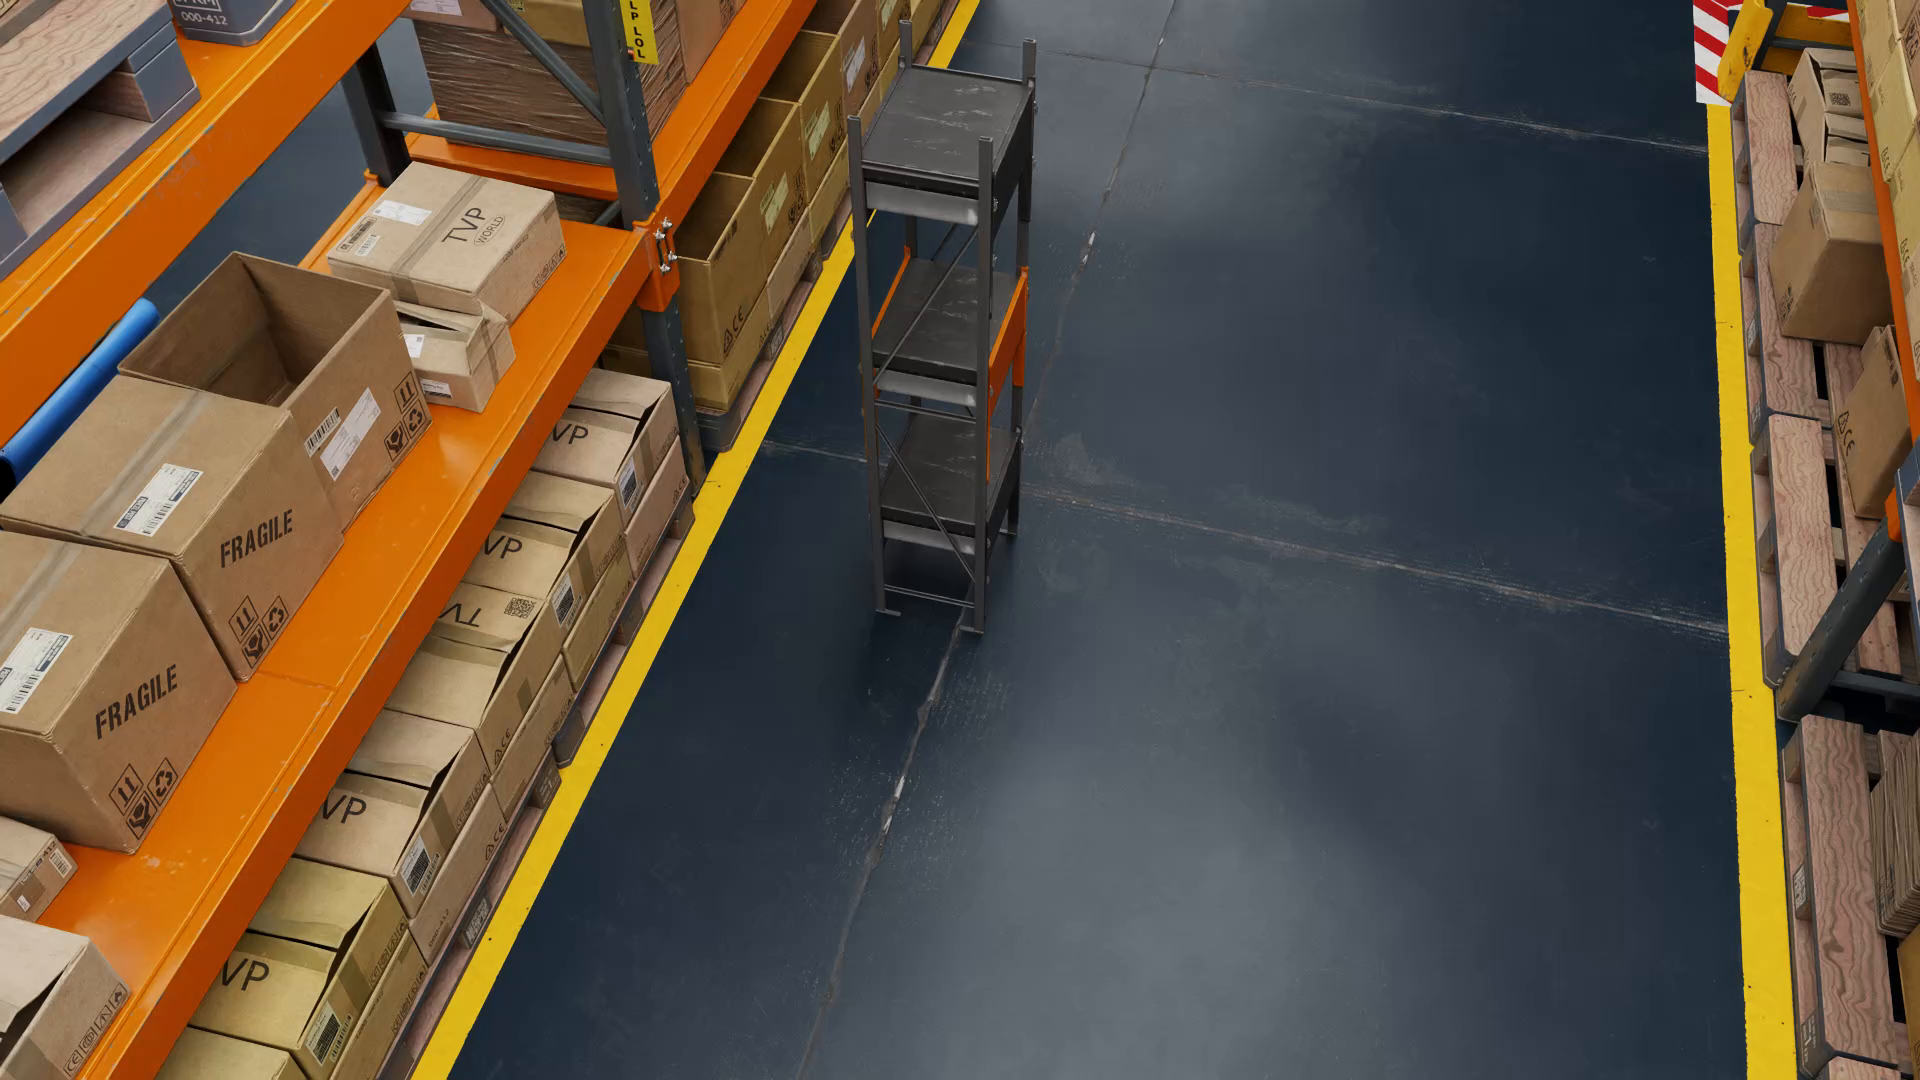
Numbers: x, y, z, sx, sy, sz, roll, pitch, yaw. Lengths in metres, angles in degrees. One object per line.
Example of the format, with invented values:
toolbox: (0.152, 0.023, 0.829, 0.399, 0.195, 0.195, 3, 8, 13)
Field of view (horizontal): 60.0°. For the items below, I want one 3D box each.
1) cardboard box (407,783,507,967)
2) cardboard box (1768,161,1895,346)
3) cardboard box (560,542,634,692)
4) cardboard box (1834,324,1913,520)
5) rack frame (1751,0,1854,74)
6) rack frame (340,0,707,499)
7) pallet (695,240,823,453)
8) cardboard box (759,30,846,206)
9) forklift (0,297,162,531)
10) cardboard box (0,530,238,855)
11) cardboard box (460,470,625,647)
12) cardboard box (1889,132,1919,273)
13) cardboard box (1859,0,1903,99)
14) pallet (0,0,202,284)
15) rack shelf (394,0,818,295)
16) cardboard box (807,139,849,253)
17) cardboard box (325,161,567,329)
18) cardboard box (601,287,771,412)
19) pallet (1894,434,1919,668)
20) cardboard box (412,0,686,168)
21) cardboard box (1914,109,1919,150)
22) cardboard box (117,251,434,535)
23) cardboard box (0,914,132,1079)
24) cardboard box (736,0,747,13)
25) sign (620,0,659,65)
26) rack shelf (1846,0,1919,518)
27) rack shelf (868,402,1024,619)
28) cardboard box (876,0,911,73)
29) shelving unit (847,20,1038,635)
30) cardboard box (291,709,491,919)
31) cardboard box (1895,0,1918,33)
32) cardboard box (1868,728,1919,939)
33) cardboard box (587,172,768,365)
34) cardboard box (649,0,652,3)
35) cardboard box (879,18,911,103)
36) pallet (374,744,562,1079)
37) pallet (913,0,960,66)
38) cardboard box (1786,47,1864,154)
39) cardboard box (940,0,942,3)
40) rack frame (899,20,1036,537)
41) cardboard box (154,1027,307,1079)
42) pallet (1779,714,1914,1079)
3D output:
cardboard box: (-1.716, 0.938, 4.975, 0.500, 0.250, 0.500, 12, 50, 11)
cardboard box: (3.690, -1.115, 6.607, 0.700, 0.500, 0.500, 9, 49, 8)
cardboard box: (-1.447, 0.200, 5.627, 0.500, 0.250, 0.500, 11, 49, 9)
cardboard box: (3.532, -0.396, 5.972, 0.500, 0.500, 0.500, 8, 49, 7)
rack frame: (4.351, -3.212, 7.084, 1.000, 3.000, 0.127, 12, 50, 10)
rack frame: (-1.482, -1.293, 5.391, 1.000, 3.000, 0.127, 12, 50, 10)
pallet: (-1.233, -0.938, 6.937, 1.003, 0.211, 1.213, 12, 50, 10)
cardboard box: (-0.795, -1.768, 6.863, 0.500, 0.500, 0.500, 12, 50, 10)
forklift: (-3.559, -0.101, 4.384, 1.130, 2.935, 3.031, 12, 50, 11)
cardboard box: (-2.109, 0.350, 3.874, 0.500, 0.500, 0.500, 9, 49, 8)
cardboard box: (-1.443, 0.019, 5.412, 0.500, 0.311, 0.500, 13, 50, 11)
cardboard box: (3.269, -1.037, 5.251, 0.500, 0.250, 0.500, 12, 50, 10)
cardboard box: (3.518, -1.768, 5.896, 0.500, 0.250, 0.500, 12, 50, 10)
pallet: (-2.151, -0.648, 2.947, 1.003, 0.211, 1.213, 14, 50, 12)
rack shelf: (-0.956, -2.502, 6.937, 1.077, 0.370, 4.000, 12, 50, 10)
cardboard box: (-0.795, -1.519, 7.144, 0.500, 0.250, 0.500, 12, 50, 10)
cardboard box: (-1.570, -0.879, 5.125, 0.500, 0.250, 0.500, 14, 50, 12)
cardboard box: (-1.068, -0.798, 6.508, 0.500, 0.250, 0.500, 12, 50, 10)
pallet: (2.956, 0.269, 4.140, 1.003, 0.211, 1.213, 12, 50, 10)
cardboard box: (-1.372, -1.649, 5.638, 0.700, 0.500, 0.500, 10, 49, 9)
cardboard box: (3.250, -1.289, 4.973, 0.500, 0.500, 0.500, 11, 50, 10)
cardboard box: (-1.839, -0.393, 4.530, 0.500, 0.500, 0.500, 15, 50, 13)
cardboard box: (-2.113, 1.021, 3.408, 0.500, 0.311, 0.500, 11, 49, 10)
cardboard box: (-1.103, -2.394, 6.295, 0.700, 0.500, 0.500, 12, 50, 11)
sign: (-0.956, -1.550, 4.898, 0.100, 0.325, 0.005, 12, 50, 10)
rack shelf: (3.824, -1.527, 6.077, 1.077, 0.370, 4.000, 12, 50, 10)
rack shelf: (-0.044, -0.103, 5.892, 0.431, 0.518, 0.480, 12, 50, 10)
cardboard box: (-0.533, -2.491, 7.502, 0.500, 0.500, 0.500, 12, 50, 10)
shelving unit: (-0.044, -0.575, 5.357, 0.431, 2.100, 0.503, 12, 50, 10)
cardboard box: (-1.713, 0.742, 4.774, 0.500, 0.311, 0.500, 11, 49, 10)
cardboard box: (3.529, -2.027, 5.625, 0.500, 0.500, 0.500, 13, 50, 11)
cardboard box: (3.120, 0.899, 4.830, 0.700, 0.500, 0.500, 13, 50, 11)
cardboard box: (-1.058, -1.044, 6.225, 0.500, 0.500, 0.500, 12, 50, 10)
cardboard box: (-1.159, -1.879, 5.408, 0.380, 0.149, 0.250, 12, 50, 11)
cardboard box: (-0.536, -2.244, 7.783, 0.500, 0.250, 0.500, 12, 50, 10)
pallet: (-1.958, 1.055, 5.178, 1.003, 0.211, 1.213, 12, 50, 10)
pallet: (-0.590, -2.703, 8.494, 1.003, 0.211, 1.213, 12, 50, 10)
cardboard box: (4.082, -1.985, 7.501, 0.500, 0.311, 0.500, 7, 49, 6)
cardboard box: (-0.286, -2.970, 8.424, 0.500, 0.250, 0.500, 12, 50, 10)
rack frame: (0.021, -0.752, 5.513, 0.400, 2.100, 0.015, 12, 50, 10)
cardboard box: (-1.984, 1.483, 4.121, 0.500, 0.311, 0.500, 10, 49, 9)
pallet: (3.094, 1.168, 5.079, 1.003, 0.211, 1.213, 12, 50, 10)
